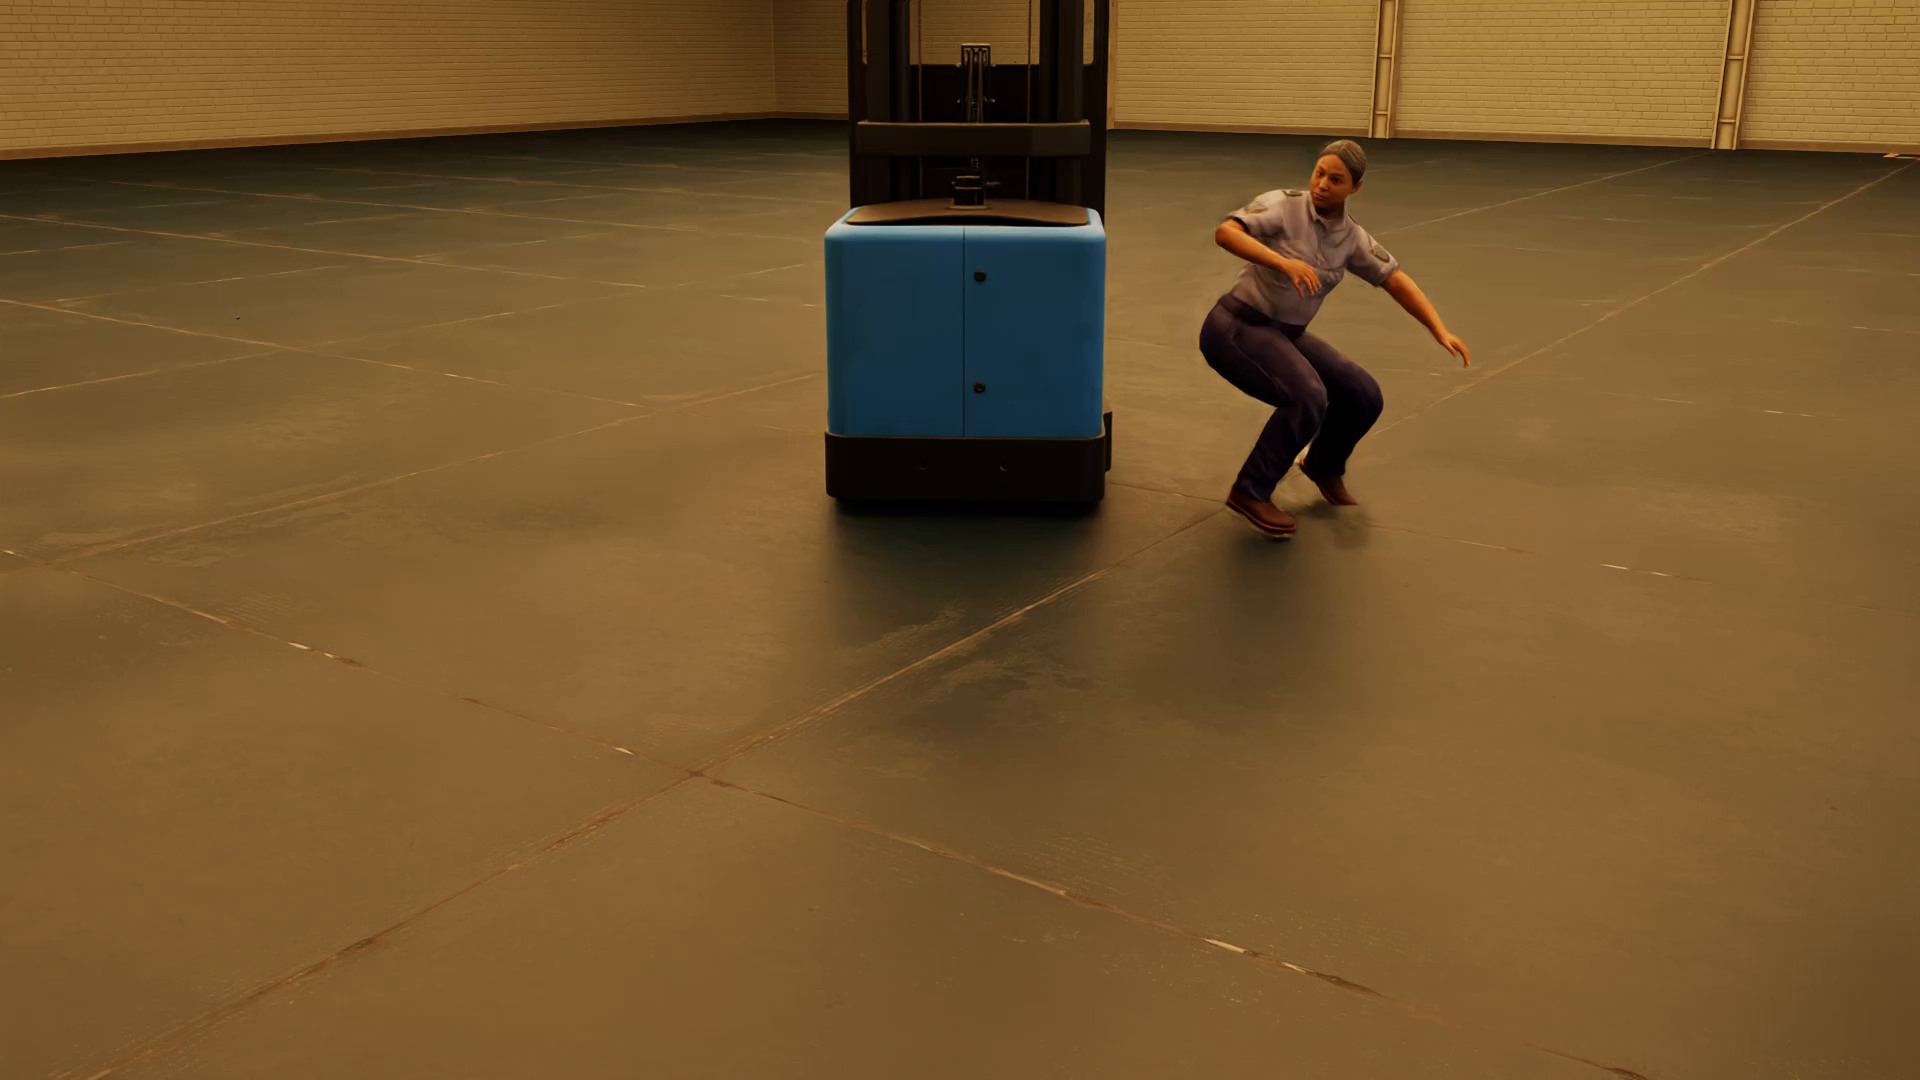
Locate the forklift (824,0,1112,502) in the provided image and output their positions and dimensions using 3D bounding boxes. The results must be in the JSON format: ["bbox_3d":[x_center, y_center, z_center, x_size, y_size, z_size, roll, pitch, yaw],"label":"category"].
[{"bbox_3d":[0.087,-1.914,7.232,1.130,2.935,3.031,1,17,3],"label":"forklift"}]

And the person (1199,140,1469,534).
[{"bbox_3d":[1.297,-0.713,5.997,0.745,1.413,0.847,-14,22,-39],"label":"person"}]
